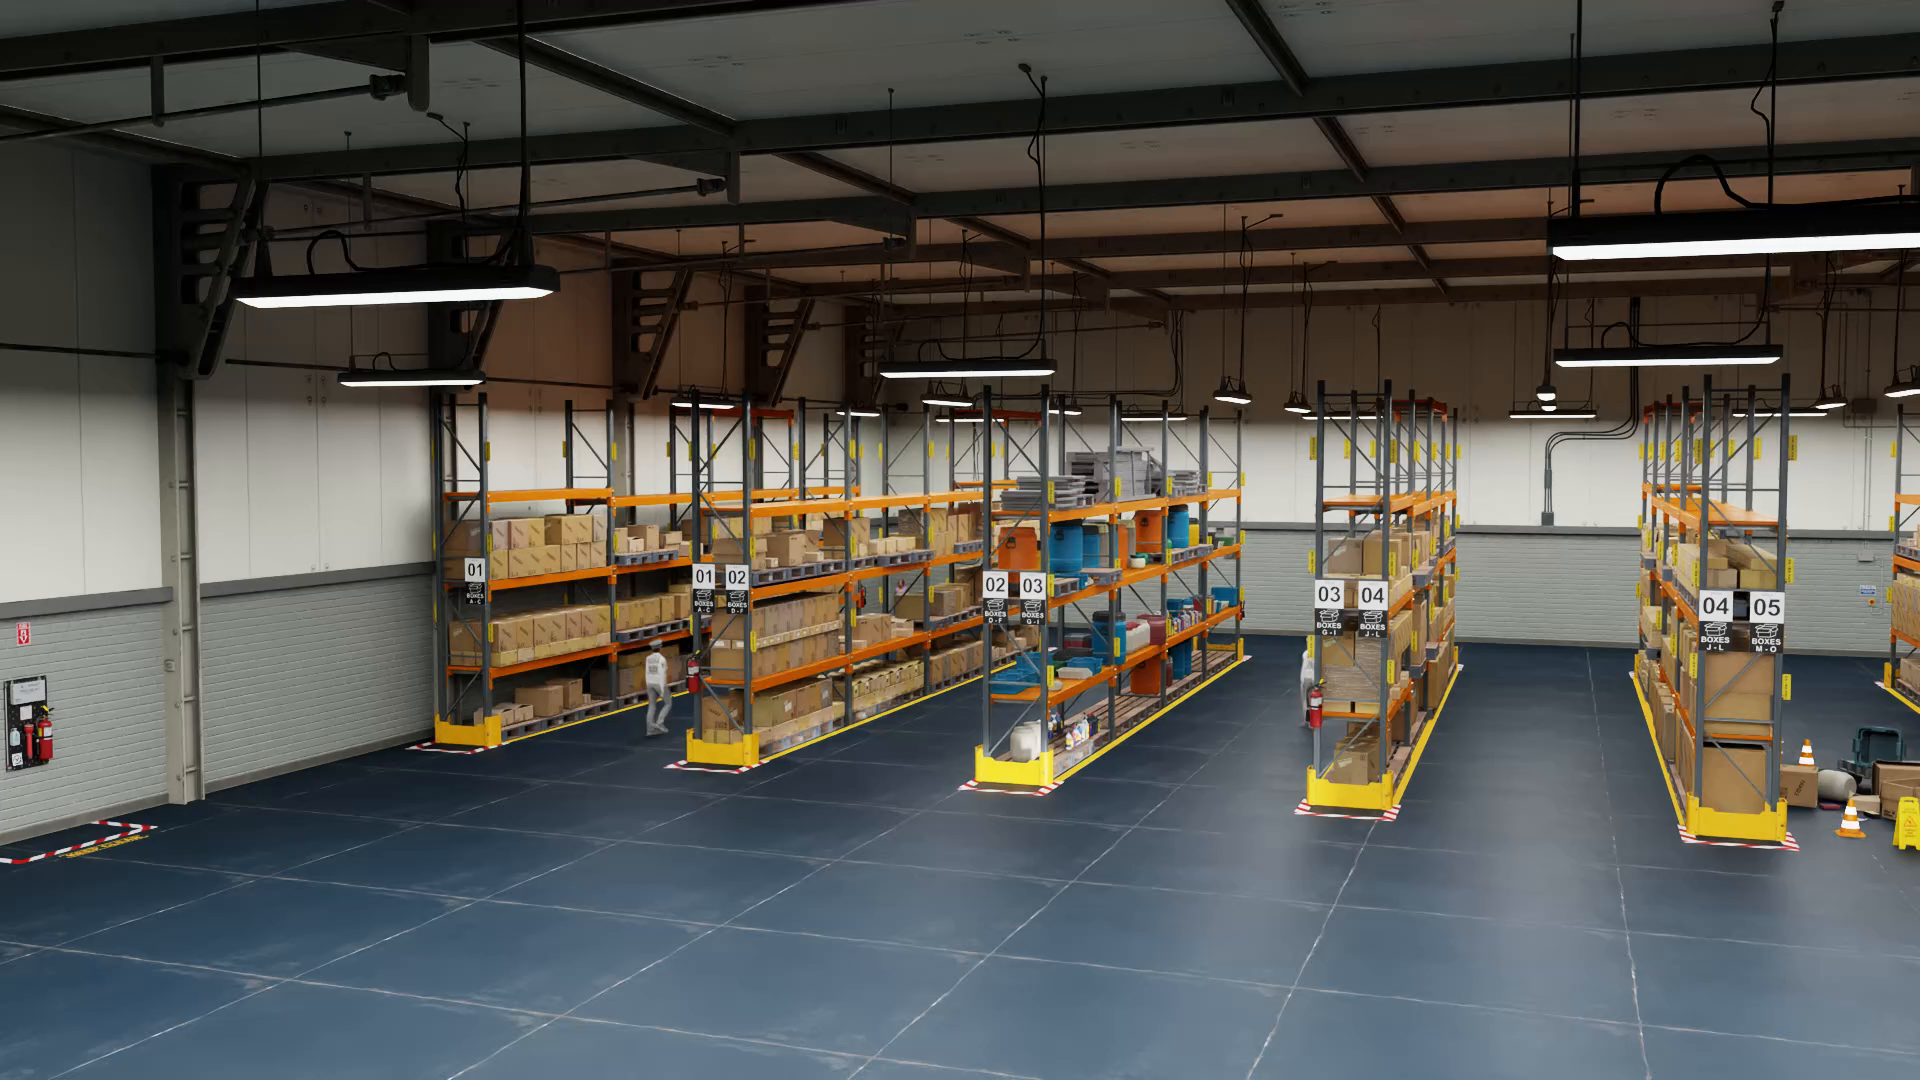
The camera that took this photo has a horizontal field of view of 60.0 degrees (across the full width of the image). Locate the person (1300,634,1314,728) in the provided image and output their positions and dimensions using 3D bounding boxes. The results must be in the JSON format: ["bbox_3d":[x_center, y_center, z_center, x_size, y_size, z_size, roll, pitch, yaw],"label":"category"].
[{"bbox_3d":[6.395,2.589,30.069,0.473,1.735,0.580,1,3,10],"label":"person"}]

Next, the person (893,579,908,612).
[{"bbox_3d":[-1.599,1.816,44.982,0.437,1.536,1.003,0,3,-7],"label":"person"}]

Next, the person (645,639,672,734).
[{"bbox_3d":[-5.378,2.587,29.390,0.505,1.669,0.478,2,3,29],"label":"person"}]
